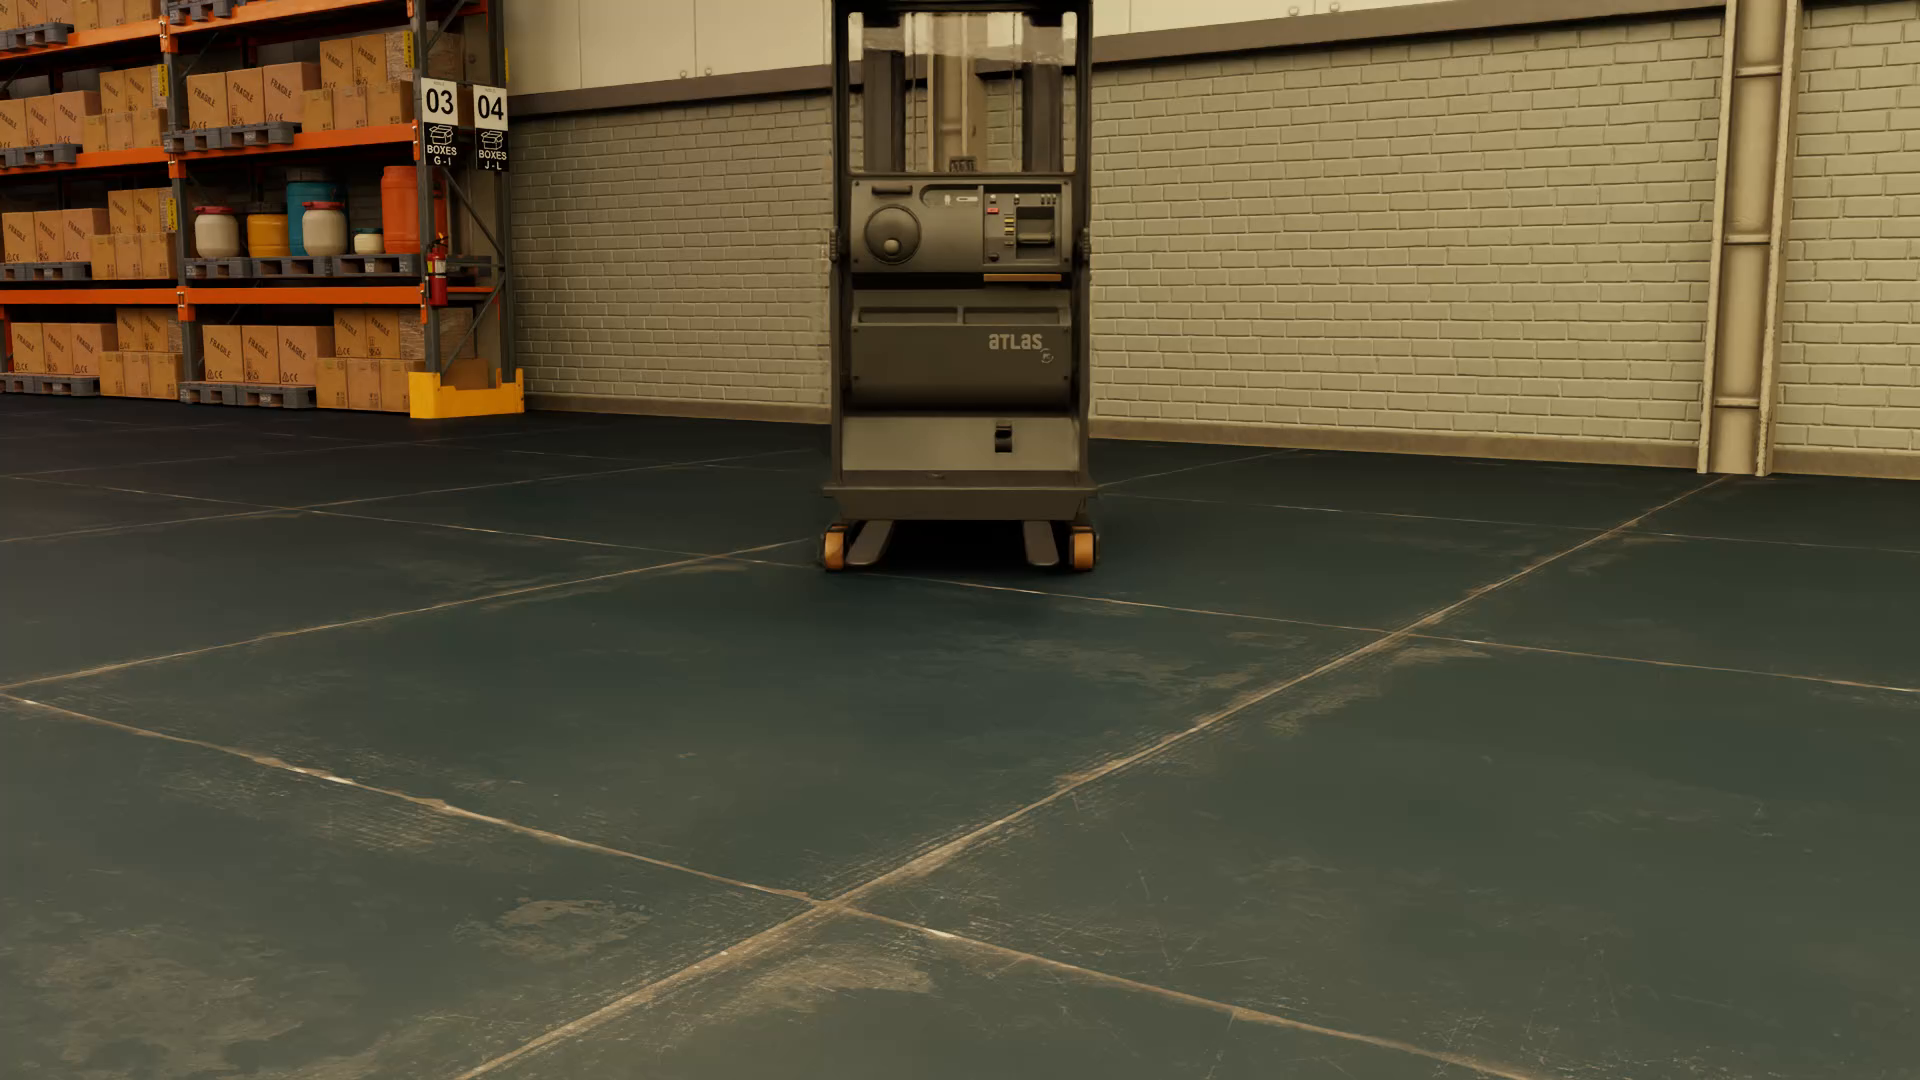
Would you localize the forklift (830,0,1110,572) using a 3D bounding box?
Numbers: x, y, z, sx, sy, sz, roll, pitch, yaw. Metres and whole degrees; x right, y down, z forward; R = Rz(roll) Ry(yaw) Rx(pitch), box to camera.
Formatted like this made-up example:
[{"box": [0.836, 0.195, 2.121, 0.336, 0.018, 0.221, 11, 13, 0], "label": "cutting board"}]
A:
[{"box": [0.031, -1.364, 6.784, 1.130, 2.935, 3.031, 0, 8, -1], "label": "forklift"}]
